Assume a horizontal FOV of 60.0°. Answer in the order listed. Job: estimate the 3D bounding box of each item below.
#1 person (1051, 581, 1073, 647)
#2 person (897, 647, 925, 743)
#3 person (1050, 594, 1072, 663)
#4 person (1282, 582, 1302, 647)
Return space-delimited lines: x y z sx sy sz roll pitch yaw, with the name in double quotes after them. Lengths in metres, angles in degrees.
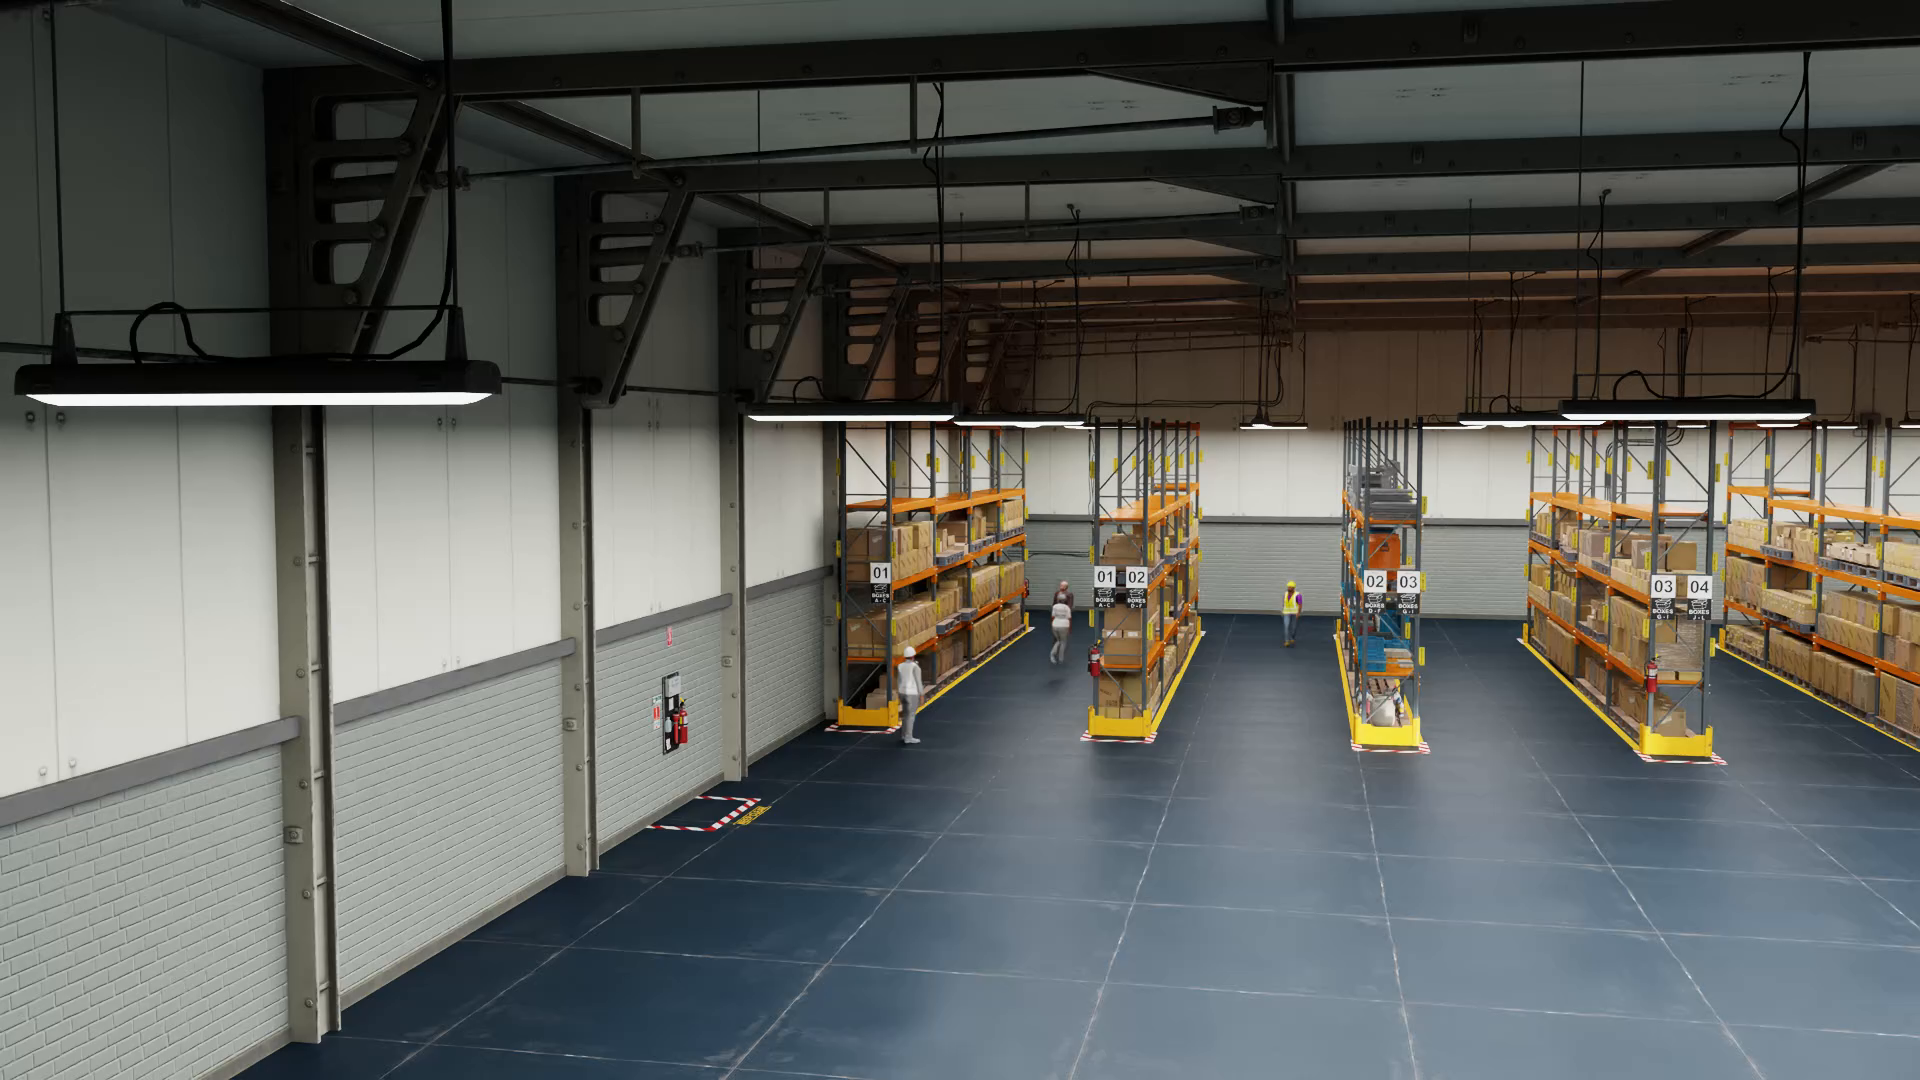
2.568 1.940 41.696 0.562 1.811 0.930 1 4 10 "person"
-0.883 2.860 30.696 0.470 1.799 0.617 -3 5 -36 "person"
2.394 2.091 39.173 0.476 1.653 0.488 -3 5 -42 "person"
8.867 1.976 44.386 0.510 1.718 1.058 1 4 9 "person"
